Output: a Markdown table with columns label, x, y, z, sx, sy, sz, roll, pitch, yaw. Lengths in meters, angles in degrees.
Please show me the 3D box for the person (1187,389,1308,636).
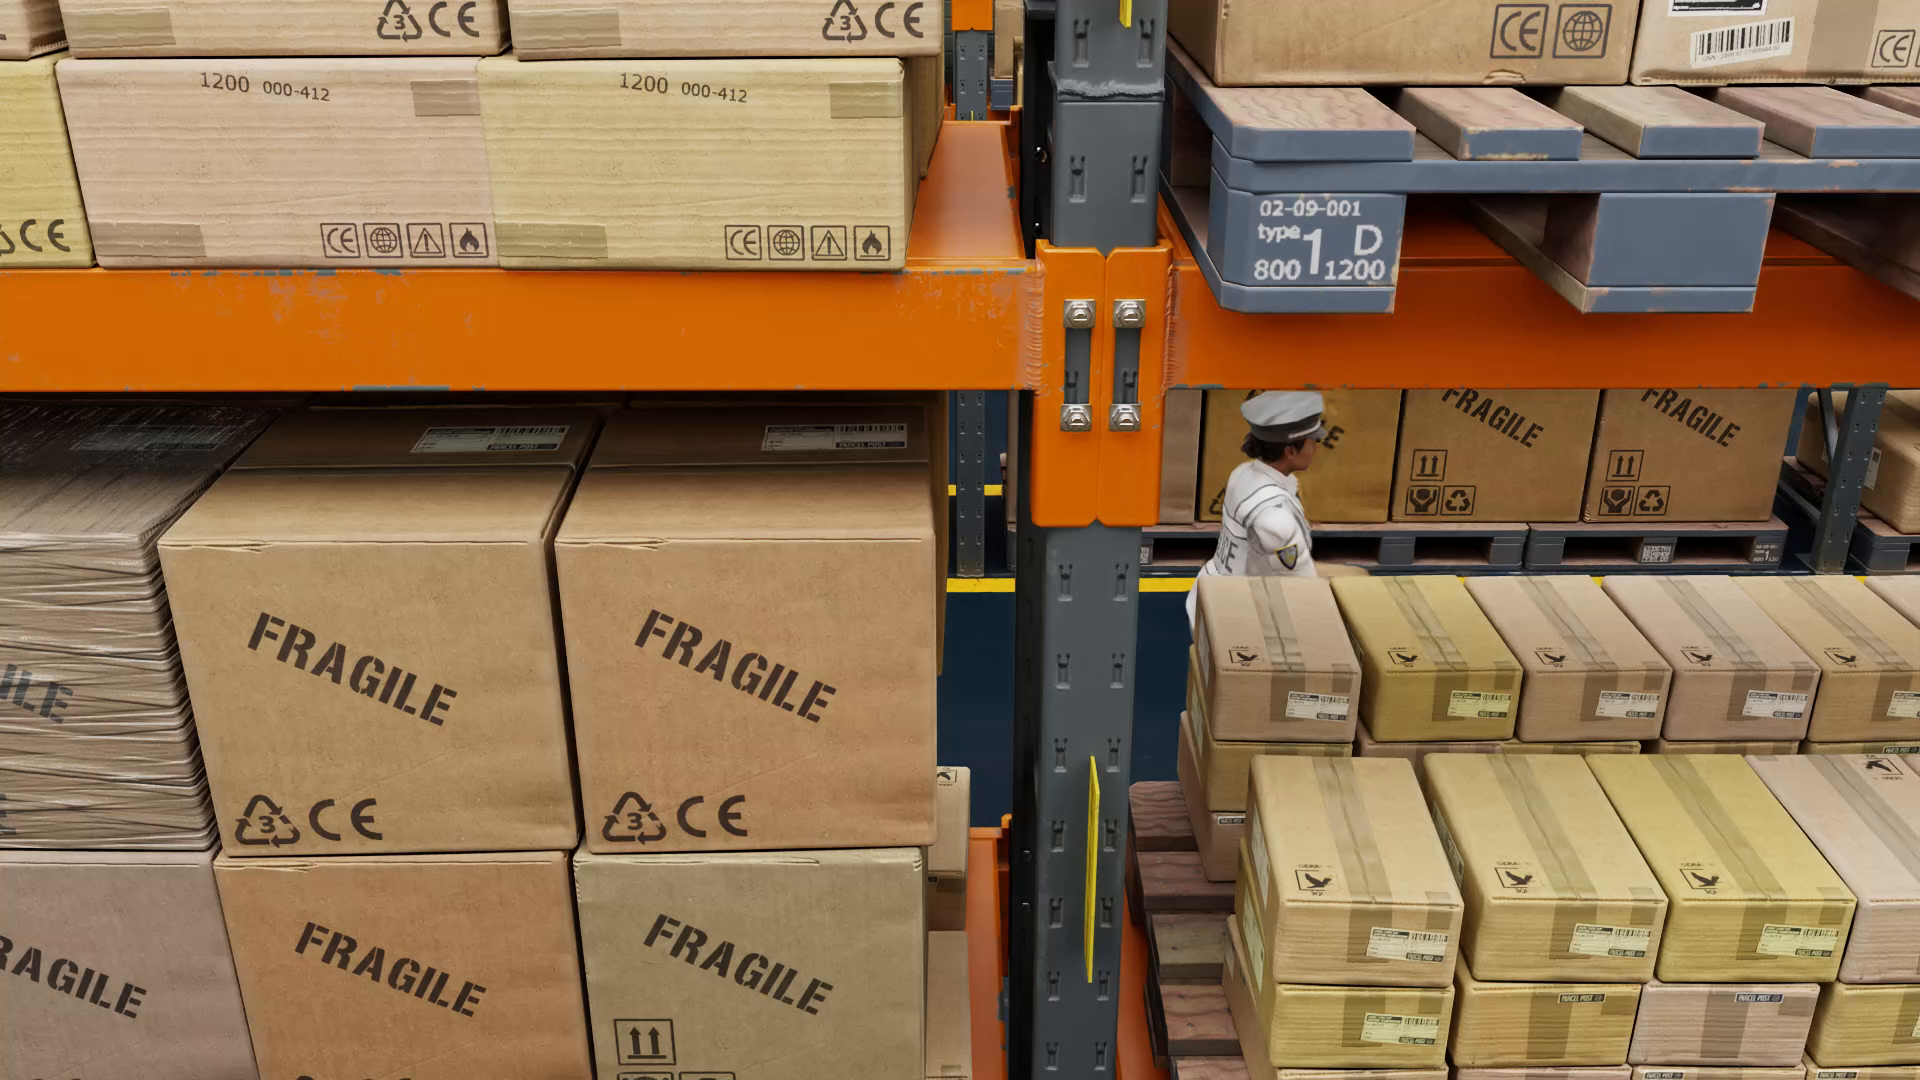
| label | x | y | z | sx | sy | sz | roll | pitch | yaw |
| --- | --- | --- | --- | --- | --- | --- | --- | --- | --- |
| person | 1.003 | 0.298 | 5.419 | 0.523 | 1.690 | 0.412 | -1 | 24 | -1 |
